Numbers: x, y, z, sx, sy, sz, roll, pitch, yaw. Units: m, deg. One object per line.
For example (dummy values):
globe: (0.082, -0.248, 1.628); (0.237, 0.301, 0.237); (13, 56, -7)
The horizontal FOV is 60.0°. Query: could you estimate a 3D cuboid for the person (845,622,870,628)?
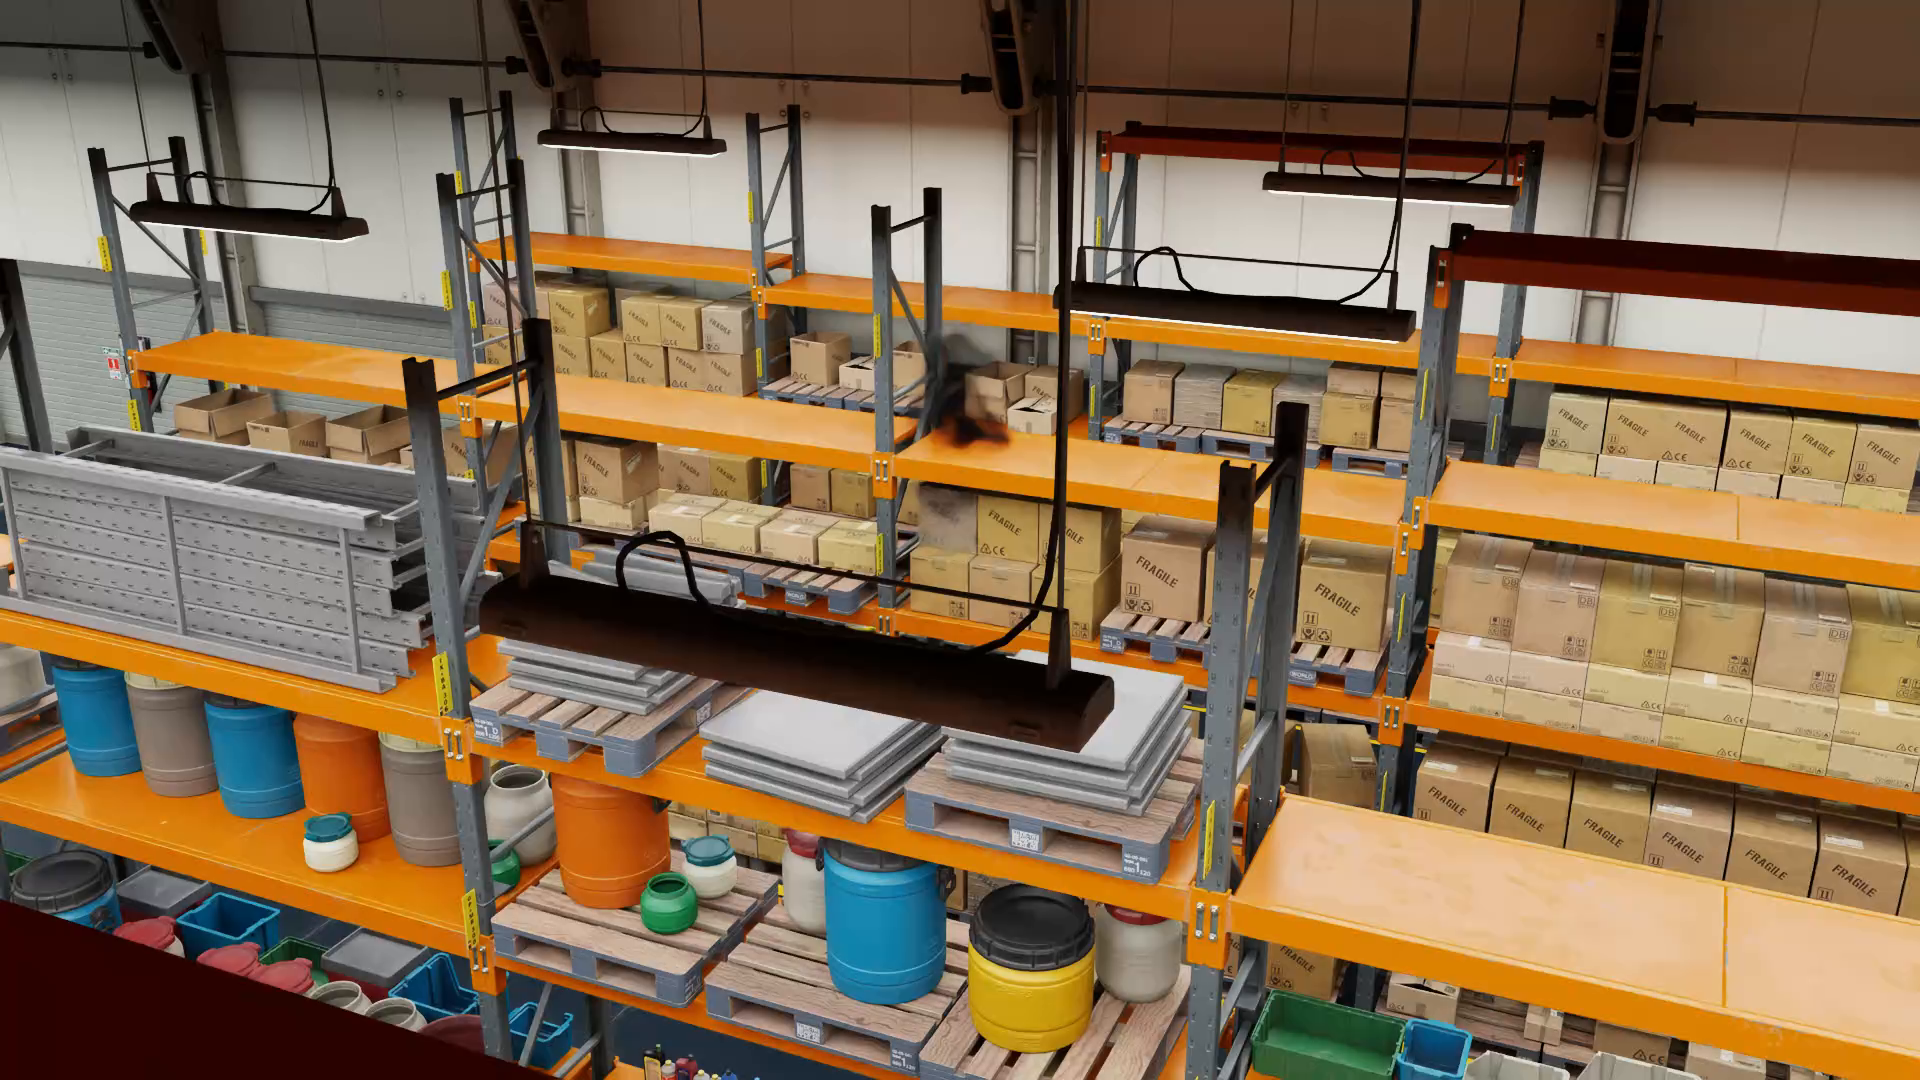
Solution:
person: (-0.988, 0.934, 16.932); (0.727, 1.866, 0.641); (7, 22, 17)
